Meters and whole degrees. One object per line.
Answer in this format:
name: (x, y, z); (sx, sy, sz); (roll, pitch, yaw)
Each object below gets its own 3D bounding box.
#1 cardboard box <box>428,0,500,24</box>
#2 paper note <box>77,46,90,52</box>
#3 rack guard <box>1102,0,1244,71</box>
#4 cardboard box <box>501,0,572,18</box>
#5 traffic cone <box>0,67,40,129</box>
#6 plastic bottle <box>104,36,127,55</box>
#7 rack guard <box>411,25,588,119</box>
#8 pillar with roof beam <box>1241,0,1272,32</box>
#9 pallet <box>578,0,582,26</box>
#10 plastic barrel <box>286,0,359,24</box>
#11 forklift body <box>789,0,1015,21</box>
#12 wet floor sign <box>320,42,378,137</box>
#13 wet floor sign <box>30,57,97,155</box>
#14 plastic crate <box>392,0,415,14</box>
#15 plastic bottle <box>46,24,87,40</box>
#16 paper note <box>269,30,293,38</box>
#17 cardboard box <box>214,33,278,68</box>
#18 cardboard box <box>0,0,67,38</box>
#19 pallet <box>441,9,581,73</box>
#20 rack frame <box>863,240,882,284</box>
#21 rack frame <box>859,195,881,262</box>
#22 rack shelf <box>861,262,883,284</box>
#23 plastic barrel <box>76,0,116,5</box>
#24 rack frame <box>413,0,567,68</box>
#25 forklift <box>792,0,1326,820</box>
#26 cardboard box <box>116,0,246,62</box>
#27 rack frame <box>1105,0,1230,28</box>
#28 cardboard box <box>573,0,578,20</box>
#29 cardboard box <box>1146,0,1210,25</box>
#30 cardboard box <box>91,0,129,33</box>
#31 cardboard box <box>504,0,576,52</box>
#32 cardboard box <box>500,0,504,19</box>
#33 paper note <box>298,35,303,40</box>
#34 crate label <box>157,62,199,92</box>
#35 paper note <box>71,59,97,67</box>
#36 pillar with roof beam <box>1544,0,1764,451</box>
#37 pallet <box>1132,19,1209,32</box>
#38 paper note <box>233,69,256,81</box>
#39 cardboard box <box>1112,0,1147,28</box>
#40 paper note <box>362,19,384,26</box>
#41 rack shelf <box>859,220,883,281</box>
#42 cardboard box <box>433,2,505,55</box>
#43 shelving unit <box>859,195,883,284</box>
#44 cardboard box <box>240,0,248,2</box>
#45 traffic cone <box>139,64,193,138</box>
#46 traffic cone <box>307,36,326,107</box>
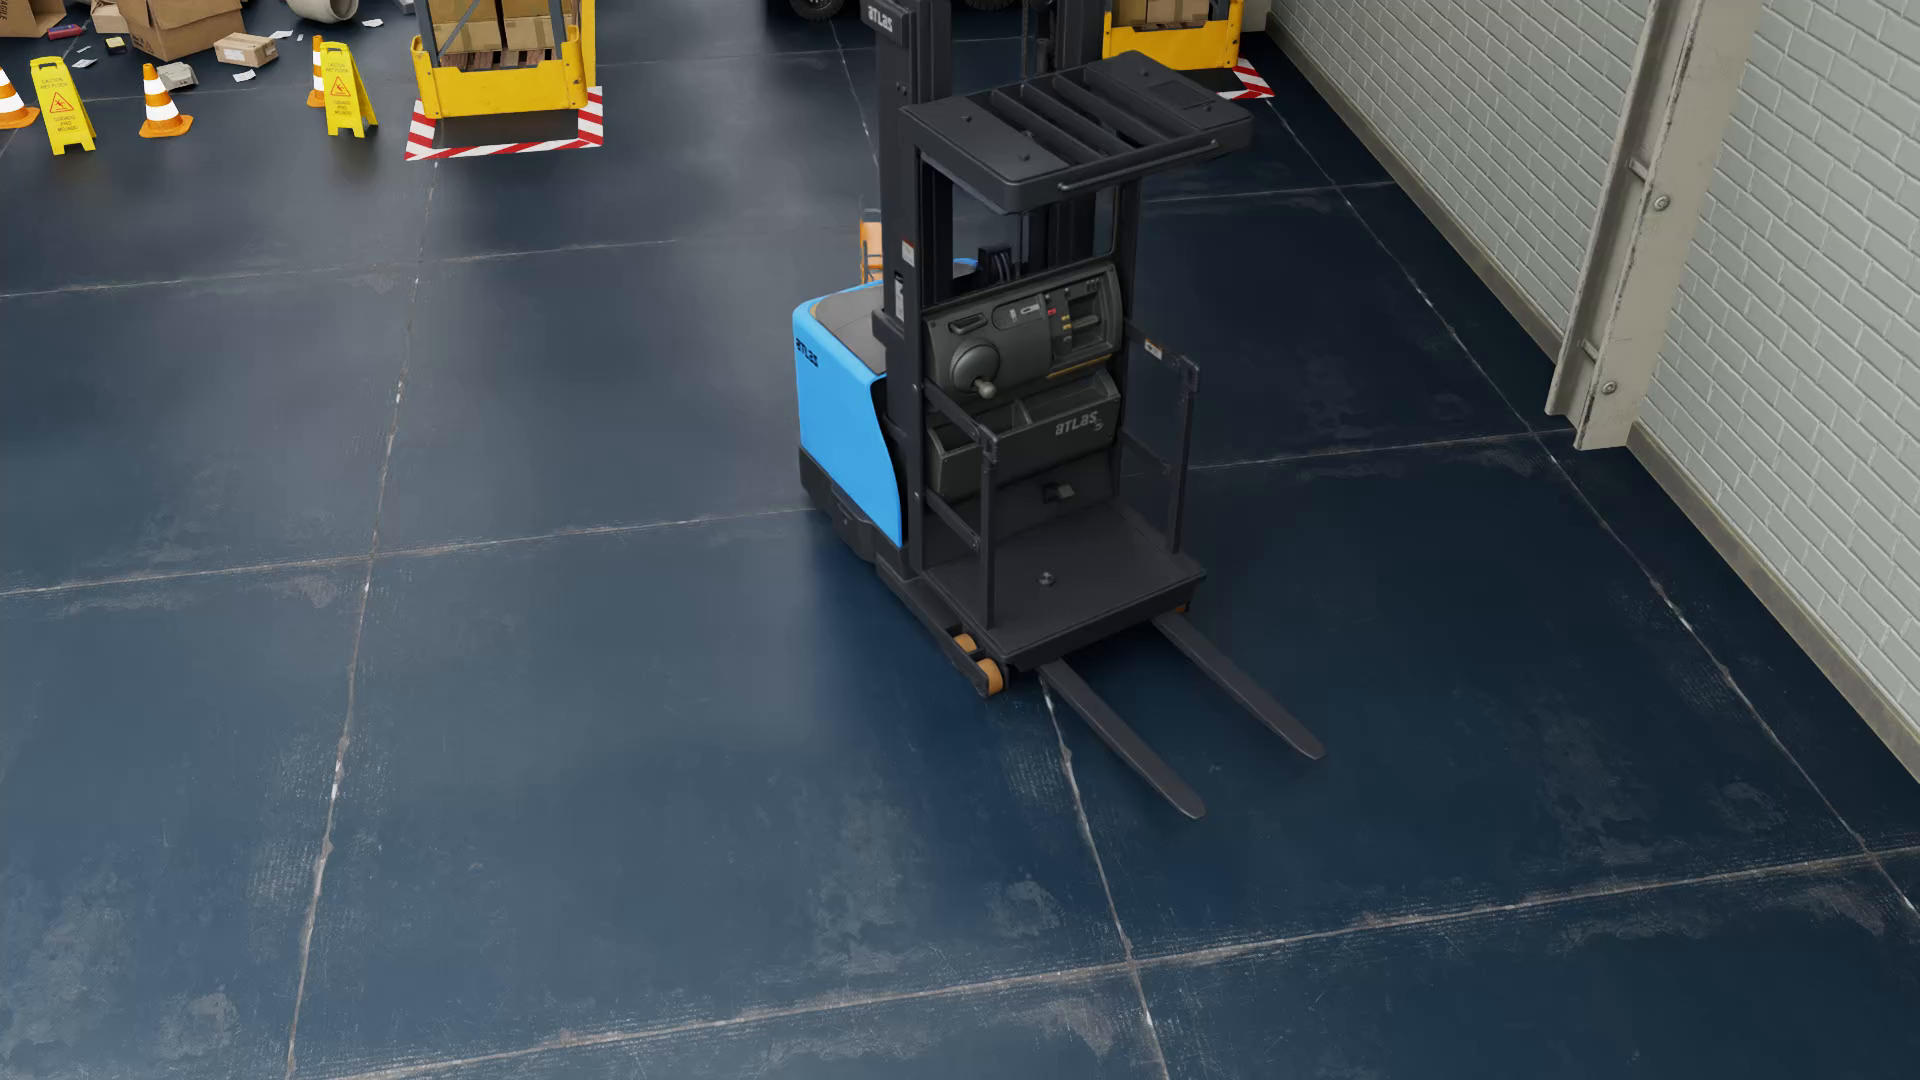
cardboard box: (-3.732, -4.194, 12.391); (0.500, 0.500, 0.500); (-6, 38, -8)
paper note: (-6.918, -3.874, 13.129); (0.032, 0.001, 0.123); (13, 40, 16)
rack guard: (1.556, -3.897, 12.758); (1.175, 0.500, 0.348); (-6, 38, -8)
cardboard box: (-3.208, -4.270, 12.488); (0.500, 0.500, 0.500); (-7, 38, -9)
traffic cone: (-6.885, -3.241, 11.944); (0.336, 0.463, 0.334); (-6, 38, -8)
plastic bottle: (-6.679, -3.916, 13.141); (0.133, 0.061, 0.283); (-20, 42, -23)
rack guard: (-3.348, -3.421, 12.146); (1.175, 0.500, 0.348); (-6, 38, -8)
pillar with roof beam: (-1.921, -7.322, 10.240); (9.100, 9.000, 0.400); (-6, 38, -8)
pallet: (-3.666, -4.537, 13.818); (1.003, 0.211, 1.213); (-6, 38, -8)
plastic barrel: (-5.187, -4.430, 13.507); (0.512, 0.421, 0.421); (19, 42, 23)
forklift body: (-0.577, -5.512, 13.492); (2.313, 2.155, 1.214); (-6, 38, -8)
wet floor sign: (-4.355, -3.203, 11.746); (0.267, 0.644, 0.232); (6, 38, 8)
wet floor sign: (-6.236, -3.035, 11.530); (0.267, 0.644, 0.232); (-13, 40, -16)
plastic crate: (-4.568, -4.589, 13.991); (0.402, 0.080, 0.583); (-20, 42, -23)
plastic bottle: (-7.175, -4.090, 13.365); (0.283, 0.061, 0.133); (-20, 42, -23)
paper note: (-5.461, -4.071, 13.375); (0.148, 0.019, 0.142); (6, 38, 8)
cardboard box: (-5.553, -3.810, 12.933); (0.380, 0.149, 0.250); (13, 40, 16)
cardboard box: (-7.609, -4.371, 13.367); (0.500, 0.500, 0.500); (0, 38, 0)
pallet: (-3.455, -3.801, 12.871); (1.003, 0.211, 1.213); (-6, 38, -8)
rack frame: (-0.352, -0.982, 8.436); (0.240, 1.200, 0.015); (-3, 38, -4)
rack frame: (-0.391, -1.281, 8.820); (0.240, 1.200, 0.015); (-3, 38, -4)
rack shelf: (-0.371, -1.255, 8.532); (0.258, 0.148, 0.480); (-3, 38, -4)
plastic barrel: (-7.182, -4.647, 13.787); (0.512, 0.421, 0.421); (19, 42, 23)
rack frame: (-3.334, -4.362, 11.320); (1.000, 3.000, 0.127); (-6, 38, -8)
forklift: (0.394, -0.804, 6.795); (1.130, 2.935, 3.031); (-21, 42, -25)
cardboard box: (-6.135, -4.165, 13.101); (0.637, 0.503, 0.797); (27, 45, 30)
rack frame: (1.552, -4.898, 12.010); (1.000, 3.000, 0.127); (-6, 38, -8)
cardboard box: (-3.286, -4.268, 13.098); (0.500, 0.250, 0.500); (-5, 38, -6)
cardboard box: (1.658, -4.296, 13.134); (0.500, 0.250, 0.500); (-6, 38, -8)
cardboard box: (-6.777, -4.265, 13.423); (0.396, 0.266, 0.258); (0, 38, 0)
cardboard box: (-3.204, -3.959, 12.700); (0.500, 0.250, 0.500); (-7, 38, -8)
cardboard box: (-3.824, -4.215, 13.030); (0.500, 0.250, 0.500); (-6, 38, -8)
paper note: (-5.286, -4.028, 13.326); (0.032, 0.001, 0.123); (-6, 38, -8)
crate label: (-5.912, -3.496, 12.539); (0.250, 0.136, 0.298); (-27, 45, -31)
paper note: (-6.786, -3.700, 12.889); (0.144, 0.017, 0.142); (6, 38, 8)
pillar with roof beam: (-0.869, -3.698, 5.575); (9.100, 9.000, 0.400); (-6, 38, -8)
pallet: (1.376, -4.255, 13.454); (1.003, 0.211, 1.213); (-6, 38, -8)
paper note: (-5.460, -3.547, 12.690); (0.148, 0.019, 0.142); (-20, 42, -23)
cardboard box: (1.158, -4.228, 13.046); (0.500, 0.250, 0.500); (-6, 38, -8)
paper note: (-4.787, -4.222, 13.559); (0.142, 0.019, 0.148); (-20, 42, -23)
rack shelf: (-0.371, -1.442, 8.387); (0.258, 0.148, 0.480); (-3, 38, -4)
cardboard box: (-3.745, -3.916, 12.645); (0.500, 0.250, 0.500); (-6, 38, -8)
shelving unit: (-0.371, -1.131, 8.628); (0.258, 1.200, 0.503); (-3, 38, -4)
cardboard box: (-6.307, -4.783, 13.785); (0.797, 0.637, 0.503); (-6, 38, -8)
traffic cone: (-5.713, -3.157, 11.836); (0.336, 0.463, 0.334); (-6, 38, -8)
traffic cone: (-4.680, -3.481, 12.254); (0.336, 0.463, 0.334); (-6, 38, -8)
